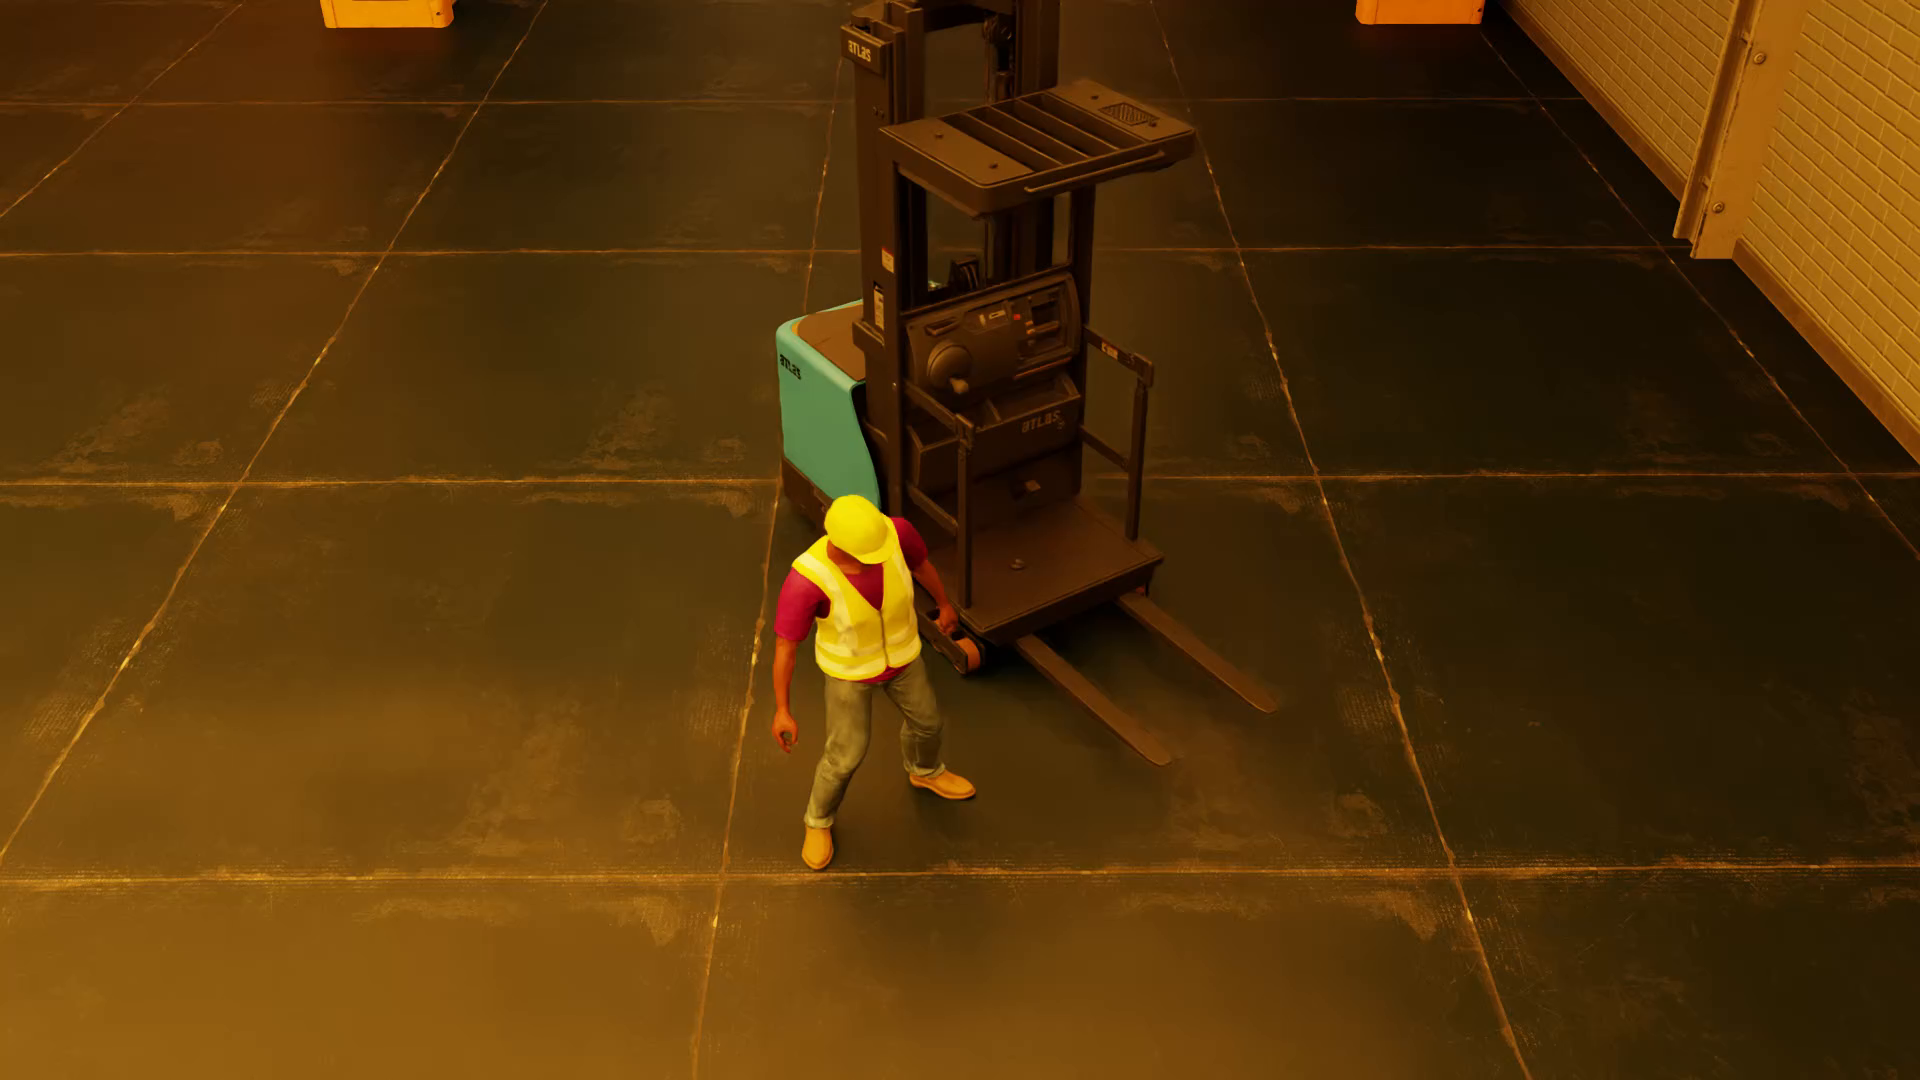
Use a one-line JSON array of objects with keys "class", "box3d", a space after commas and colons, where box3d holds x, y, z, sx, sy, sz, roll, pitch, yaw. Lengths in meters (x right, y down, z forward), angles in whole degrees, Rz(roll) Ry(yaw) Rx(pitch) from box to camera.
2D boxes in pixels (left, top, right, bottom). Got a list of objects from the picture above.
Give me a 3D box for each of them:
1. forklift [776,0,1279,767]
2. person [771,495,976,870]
[{"class": "forklift", "box3d": [0.282, -0.886, 7.490, 1.130, 2.935, 3.031, -21, 40, -27]}, {"class": "person", "box3d": [-0.358, 0.504, 6.555, 0.934, 1.716, 0.426, -20, 39, -26]}]
